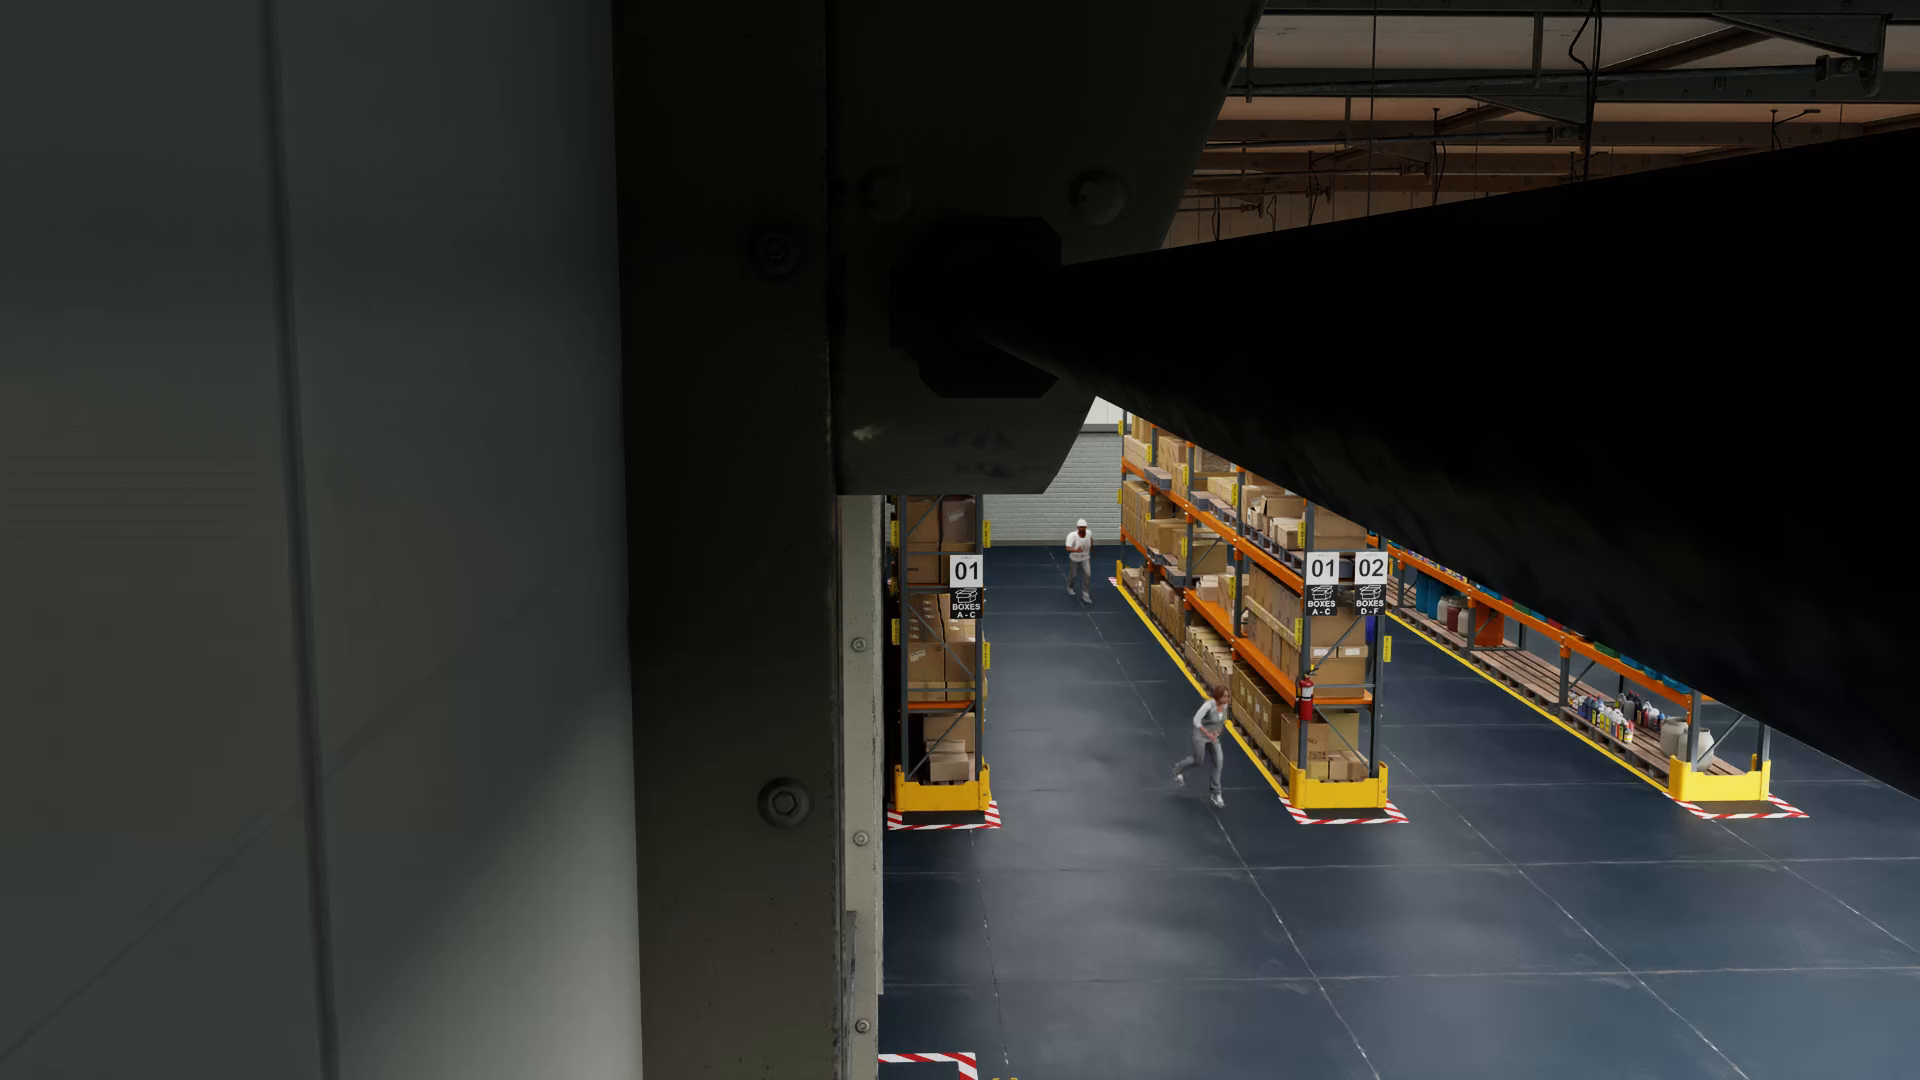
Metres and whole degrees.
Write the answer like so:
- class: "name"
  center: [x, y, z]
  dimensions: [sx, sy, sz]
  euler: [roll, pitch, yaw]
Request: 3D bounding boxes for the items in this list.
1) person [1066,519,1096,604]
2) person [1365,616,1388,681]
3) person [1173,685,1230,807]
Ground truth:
- class: "person"
  center: [2.482, 0.408, 34.423]
  dimensions: [0.722, 1.738, 0.983]
  euler: [-2, 9, -14]
- class: "person"
  center: [6.411, 1.700, 26.108]
  dimensions: [0.559, 1.596, 0.707]
  euler: [0, 8, 0]
- class: "person"
  center: [3.043, 2.520, 20.961]
  dimensions: [0.572, 1.546, 0.918]
  euler: [-7, 11, -39]
